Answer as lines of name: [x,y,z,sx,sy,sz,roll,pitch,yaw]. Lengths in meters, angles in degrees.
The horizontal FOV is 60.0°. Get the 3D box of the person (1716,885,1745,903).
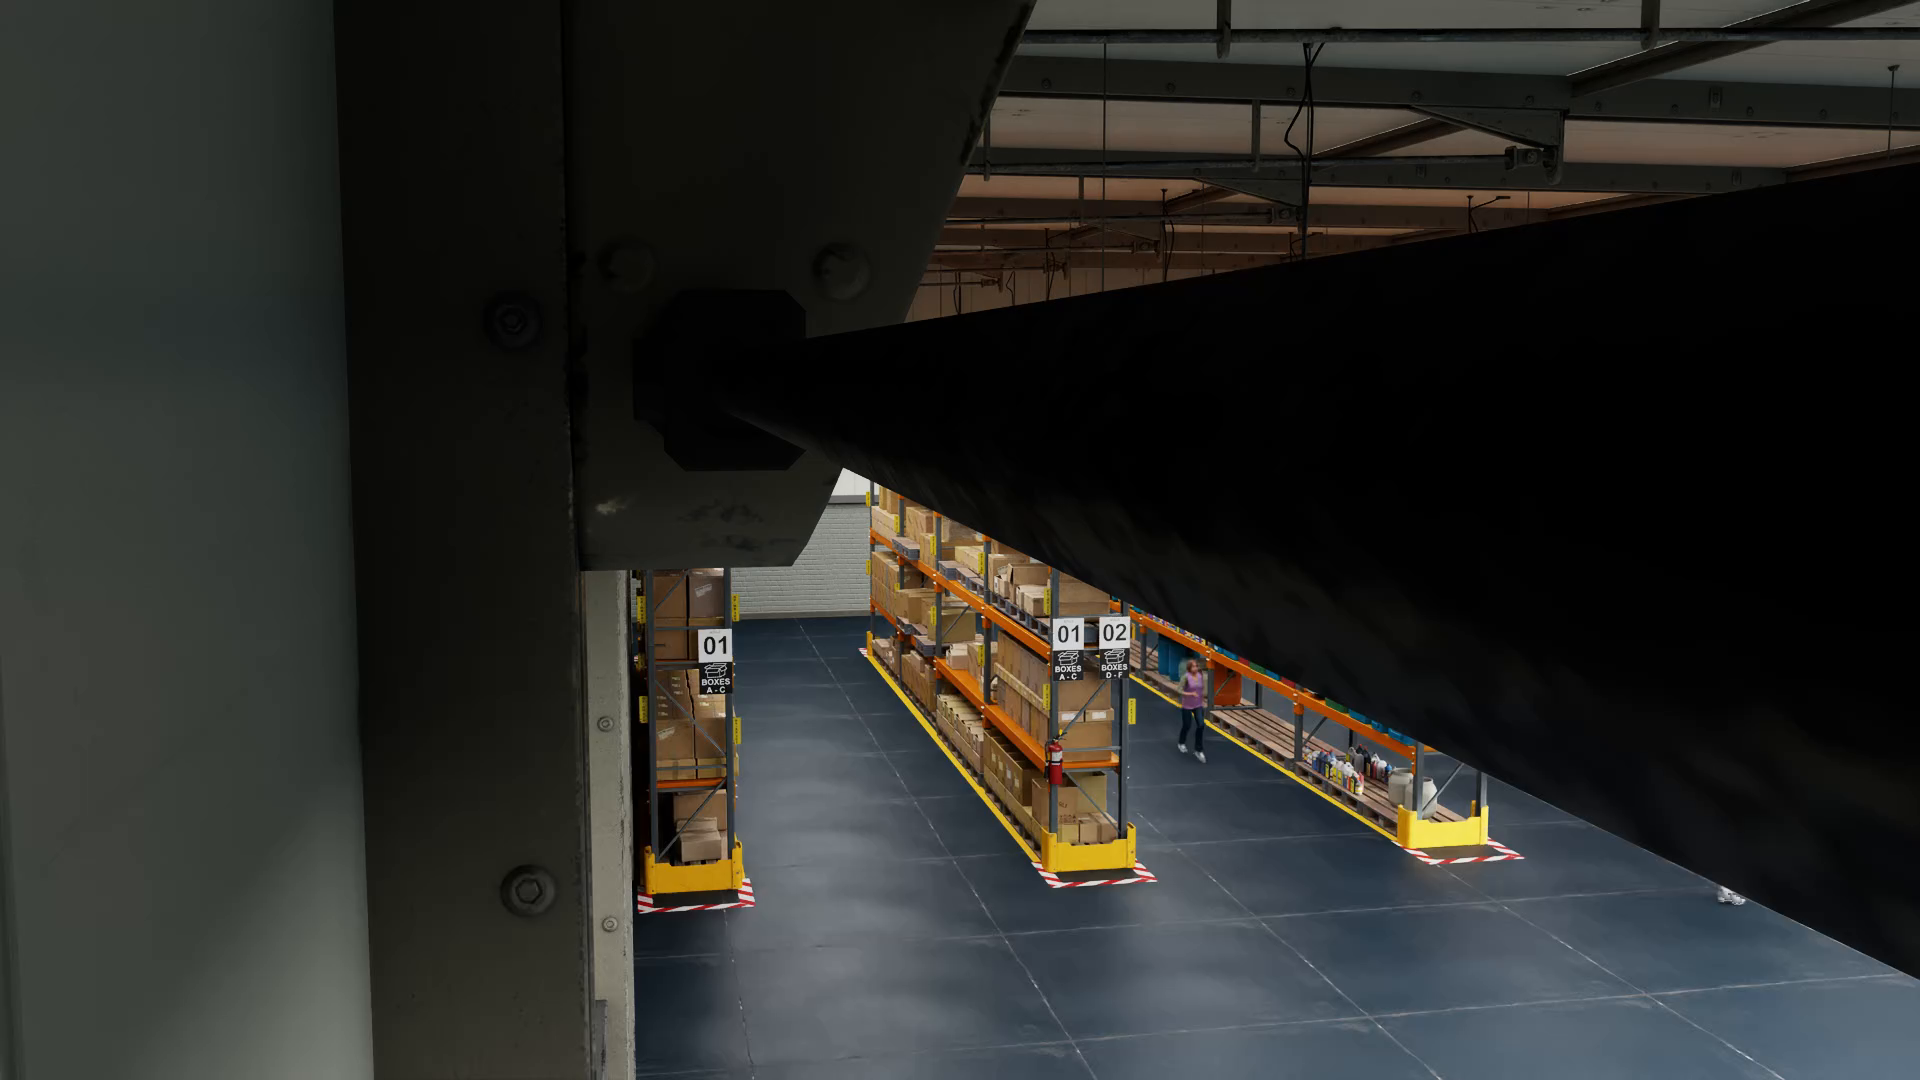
person: [9.238,3.426,19.501,0.605,1.731,0.645,2,6,18]

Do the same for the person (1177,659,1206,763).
person: [3.721,2.771,26.863,0.528,1.536,0.750,-2,6,-16]
